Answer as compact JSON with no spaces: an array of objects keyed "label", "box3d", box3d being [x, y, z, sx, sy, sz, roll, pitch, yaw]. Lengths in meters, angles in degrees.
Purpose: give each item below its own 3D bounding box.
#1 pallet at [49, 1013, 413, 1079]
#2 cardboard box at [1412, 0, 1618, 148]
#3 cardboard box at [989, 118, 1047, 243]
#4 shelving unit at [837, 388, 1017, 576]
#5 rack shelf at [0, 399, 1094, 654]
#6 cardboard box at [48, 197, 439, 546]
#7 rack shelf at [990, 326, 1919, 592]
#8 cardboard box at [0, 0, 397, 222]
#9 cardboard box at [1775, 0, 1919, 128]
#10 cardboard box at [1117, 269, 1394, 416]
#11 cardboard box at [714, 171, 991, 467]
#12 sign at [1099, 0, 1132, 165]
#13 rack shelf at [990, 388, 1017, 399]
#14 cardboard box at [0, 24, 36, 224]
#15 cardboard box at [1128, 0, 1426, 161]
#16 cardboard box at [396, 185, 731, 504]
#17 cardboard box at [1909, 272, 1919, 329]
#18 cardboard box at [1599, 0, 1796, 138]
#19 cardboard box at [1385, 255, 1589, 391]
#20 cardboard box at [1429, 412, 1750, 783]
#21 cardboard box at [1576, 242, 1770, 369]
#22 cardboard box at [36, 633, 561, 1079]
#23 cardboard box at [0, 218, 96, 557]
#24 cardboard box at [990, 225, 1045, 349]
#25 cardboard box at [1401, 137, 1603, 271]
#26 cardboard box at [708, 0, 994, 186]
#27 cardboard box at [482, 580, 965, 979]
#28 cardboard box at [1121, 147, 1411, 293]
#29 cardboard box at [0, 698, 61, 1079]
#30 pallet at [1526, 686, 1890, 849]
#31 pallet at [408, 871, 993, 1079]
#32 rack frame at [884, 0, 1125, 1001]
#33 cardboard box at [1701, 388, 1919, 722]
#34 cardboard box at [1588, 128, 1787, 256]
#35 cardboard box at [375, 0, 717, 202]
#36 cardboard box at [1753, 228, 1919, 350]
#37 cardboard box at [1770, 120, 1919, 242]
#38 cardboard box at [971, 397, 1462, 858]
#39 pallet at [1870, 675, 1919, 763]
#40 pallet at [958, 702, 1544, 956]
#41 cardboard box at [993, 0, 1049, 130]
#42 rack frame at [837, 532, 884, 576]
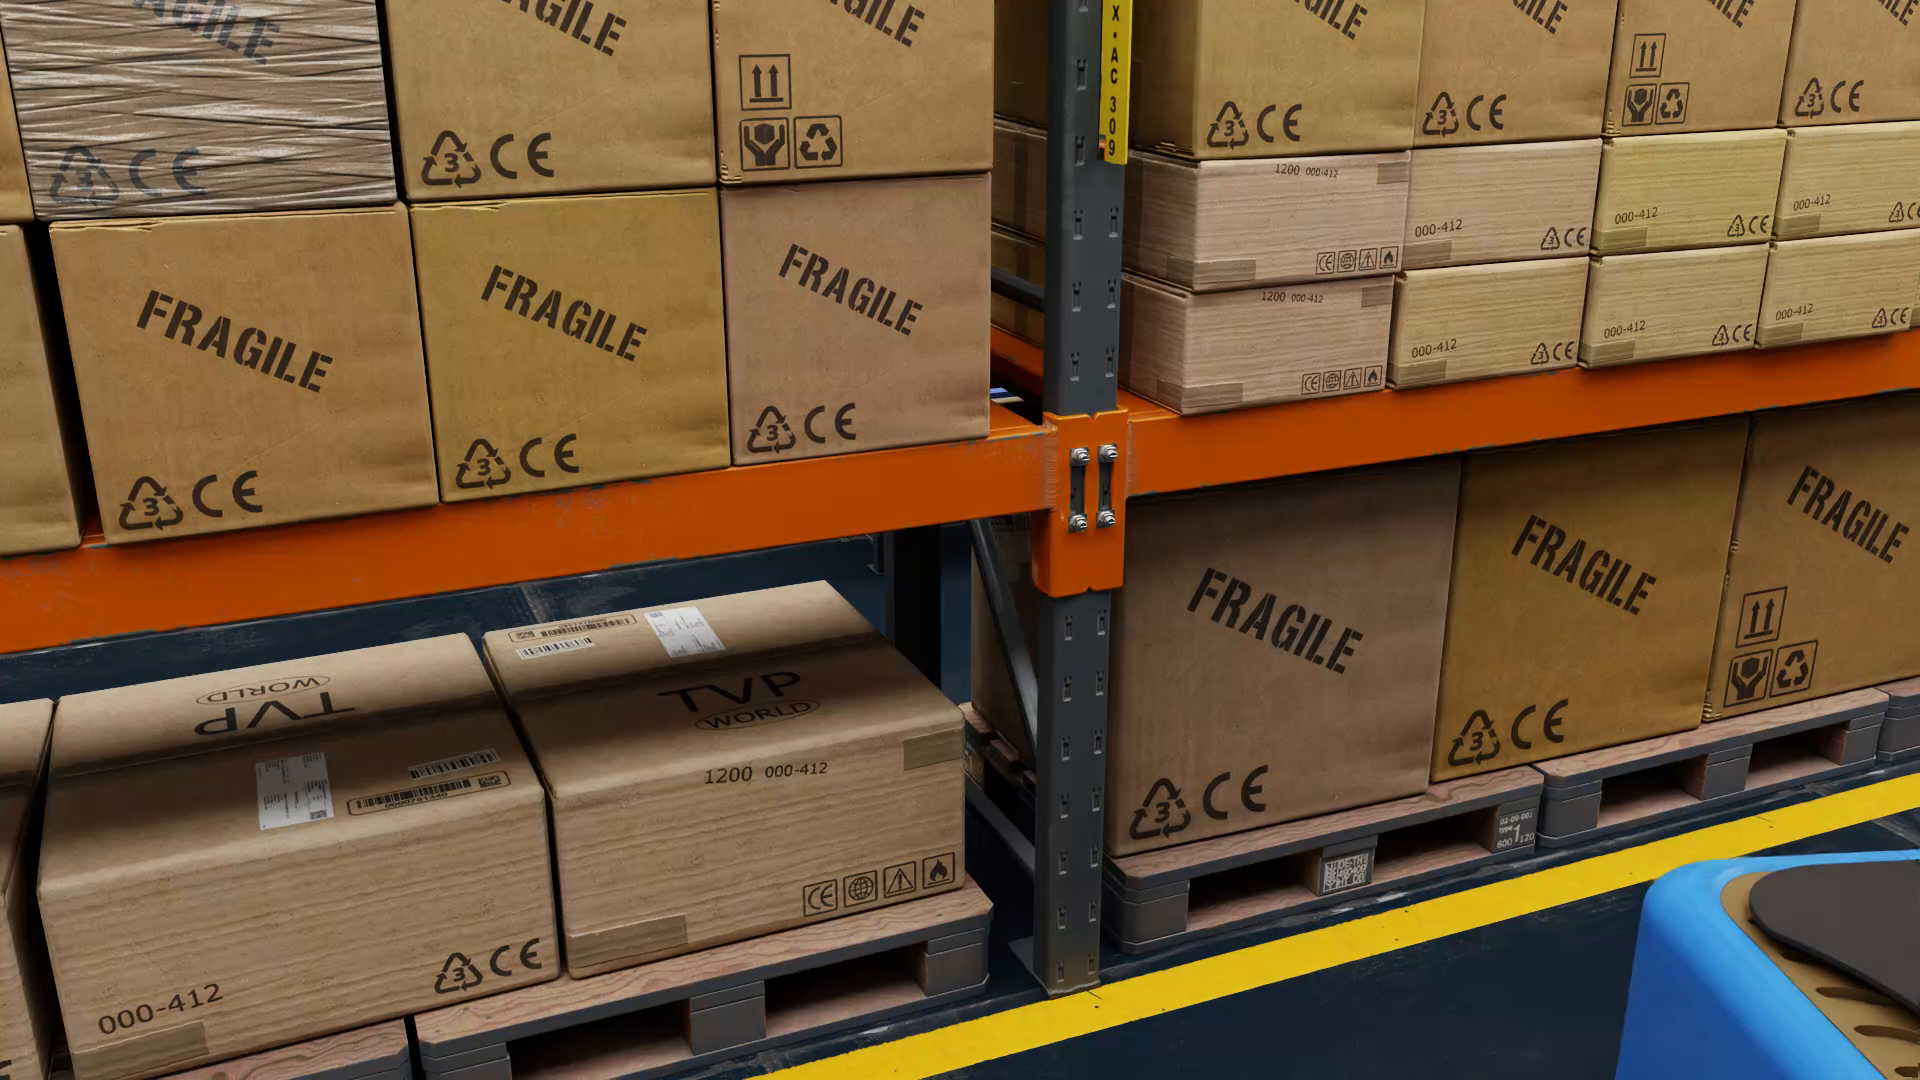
[{"label":"pallet","box3d":[-1.795,0.989,3.395,1.213,0.211,1.003,-8,21,-22]},{"label":"cardboard box","box3d":[1.030,-1.129,3.555,0.500,0.500,0.500,-8,21,-22]},{"label":"cardboard box","box3d":[0.365,-0.861,3.925,0.500,0.250,0.500,-8,21,-22]},{"label":"shelving unit","box3d":[0.078,-0.719,6.305,1.048,1.500,0.538,-8,21,-22]},{"label":"rack shelf","box3d":[-1.780,0.038,2.980,4.000,0.370,1.077,-8,21,-22]},{"label":"cardboard box","box3d":[-1.194,-0.332,2.799,0.500,0.500,0.500,-8,21,-23]},{"label":"rack shelf","box3d":[1.893,-0.488,4.475,4.000,0.370,1.077,-8,21,-22]},{"label":"cardboard box","box3d":[-1.200,-0.803,2.629,0.500,0.500,0.500,-8,21,-21]},{"label":"cardboard box","box3d":[1.964,-1.264,3.939,0.500,0.500,0.500,-9,21,-23]},{"label":"cardboard box","box3d":[0.565,-0.471,3.569,0.500,0.250,0.500,-9,21,-23]},{"label":"cardboard box","box3d":[-0.268,-0.472,3.197,0.500,0.500,0.500,-8,21,-21]},{"label":"sign","box3d":[0.278,-0.841,2.971,0.005,0.325,0.100,-8,21,-22]},{"label":"rack shelf","box3d":[0.078,-0.549,6.365,1.000,0.185,0.538,-8,21,-22]},{"label":"cardboard box","box3d":[-1.664,-0.739,2.449,0.500,0.500,0.500,-8,21,-22]},{"label":"cardboard box","box3d":[0.574,-1.053,3.341,0.500,0.500,0.500,-8,21,-21]},{"label":"cardboard box","box3d":[-0.738,-0.403,3.000,0.500,0.500,0.500,-9,21,-23]},{"label":"cardboard box","box3d":[2.436,-0.741,4.335,0.500,0.250,0.500,-8,21,-22]},{"label":"cardboard box","box3d":[1.492,-1.194,3.740,0.500,0.500,0.500,-9,21,-23]},{"label":"cardboard box","box3d":[1.040,-0.539,3.763,0.500,0.250,0.500,-9,21,-23]},{"label":"cardboard box","box3d":[1.420,0.013,4.536,0.875,0.875,0.875,-8,21,-20]},{"label":"cardboard box","box3d":[1.516,-0.602,3.941,0.500,0.250,0.500,-8,21,-22]},{"label":"cardboard box","box3d":[-1.384,0.614,3.487,0.875,0.438,0.875,-9,21,-24]},{"label":"cardboard box","box3d":[-1.681,-0.268,2.617,0.500,0.500,0.500,-7,21,-20]},{"label":"cardboard box","box3d":[0.368,-0.629,4.019,0.500,0.250,0.500,-9,21,-23]},{"label":"cardboard box","box3d":[1.040,-0.778,3.689,0.500,0.250,0.500,-8,21,-21]},{"label":"cardboard box","box3d":[-0.267,-0.937,3.010,0.500,0.500,0.500,-8,21,-22]},{"label":"cardboard box","box3d":[-0.563,0.496,3.822,0.875,0.438,0.875,-8,21,-23]},{"label":"cardboard box","box3d":[0.572,-0.701,3.470,0.500,0.250,0.500,-9,21,-23]},{"label":"cardboard box","box3d":[-2.213,0.732,3.152,0.875,0.438,0.875,-8,21,-20]},{"label":"pallet","box3d":[1.857,0.465,4.884,1.213,0.211,1.003,-8,21,-22]},{"label":"pallet","box3d":[-0.673,0.827,3.855,1.213,0.211,1.003,-8,21,-22]},{"label":"rack frame","box3d":[0.056,-0.564,3.608,0.127,3.000,1.000,-8,21,-22]},{"label":"cardboard box","box3d":[2.241,-0.105,4.870,0.875,0.875,0.875,-8,21,-21]},{"label":"cardboard box","box3d":[1.514,-0.837,3.855,0.500,0.250,0.500,-8,21,-21]},{"label":"cardboard box","box3d":[-0.737,-0.872,2.827,0.500,0.500,0.500,-8,21,-23]},{"label":"cardboard box","box3d":[1.979,-0.665,4.120,0.500,0.250,0.500,-9,21,-23]},{"label":"cardboard box","box3d":[1.977,-0.904,4.045,0.500,0.250,0.500,-9,21,-24]},{"label":"cardboard box","box3d":[0.594,0.134,4.192,0.875,0.875,0.875,-7,21,-20]},{"label":"pallet","box3d":[2.975,0.306,5.336,1.213,0.211,1.003,-8,21,-22]},{"label":"pallet","box3d":[0.735,0.627,4.425,1.213,0.211,1.003,-8,21,-22]},{"label":"cardboard box","box3d":[0.367,-1.218,3.810,0.500,0.500,0.500,-7,21,-20]},{"label":"rack frame","box3d":[-0.388,-0.652,6.115,0.032,1.500,0.500,-8,21,-22]}]
